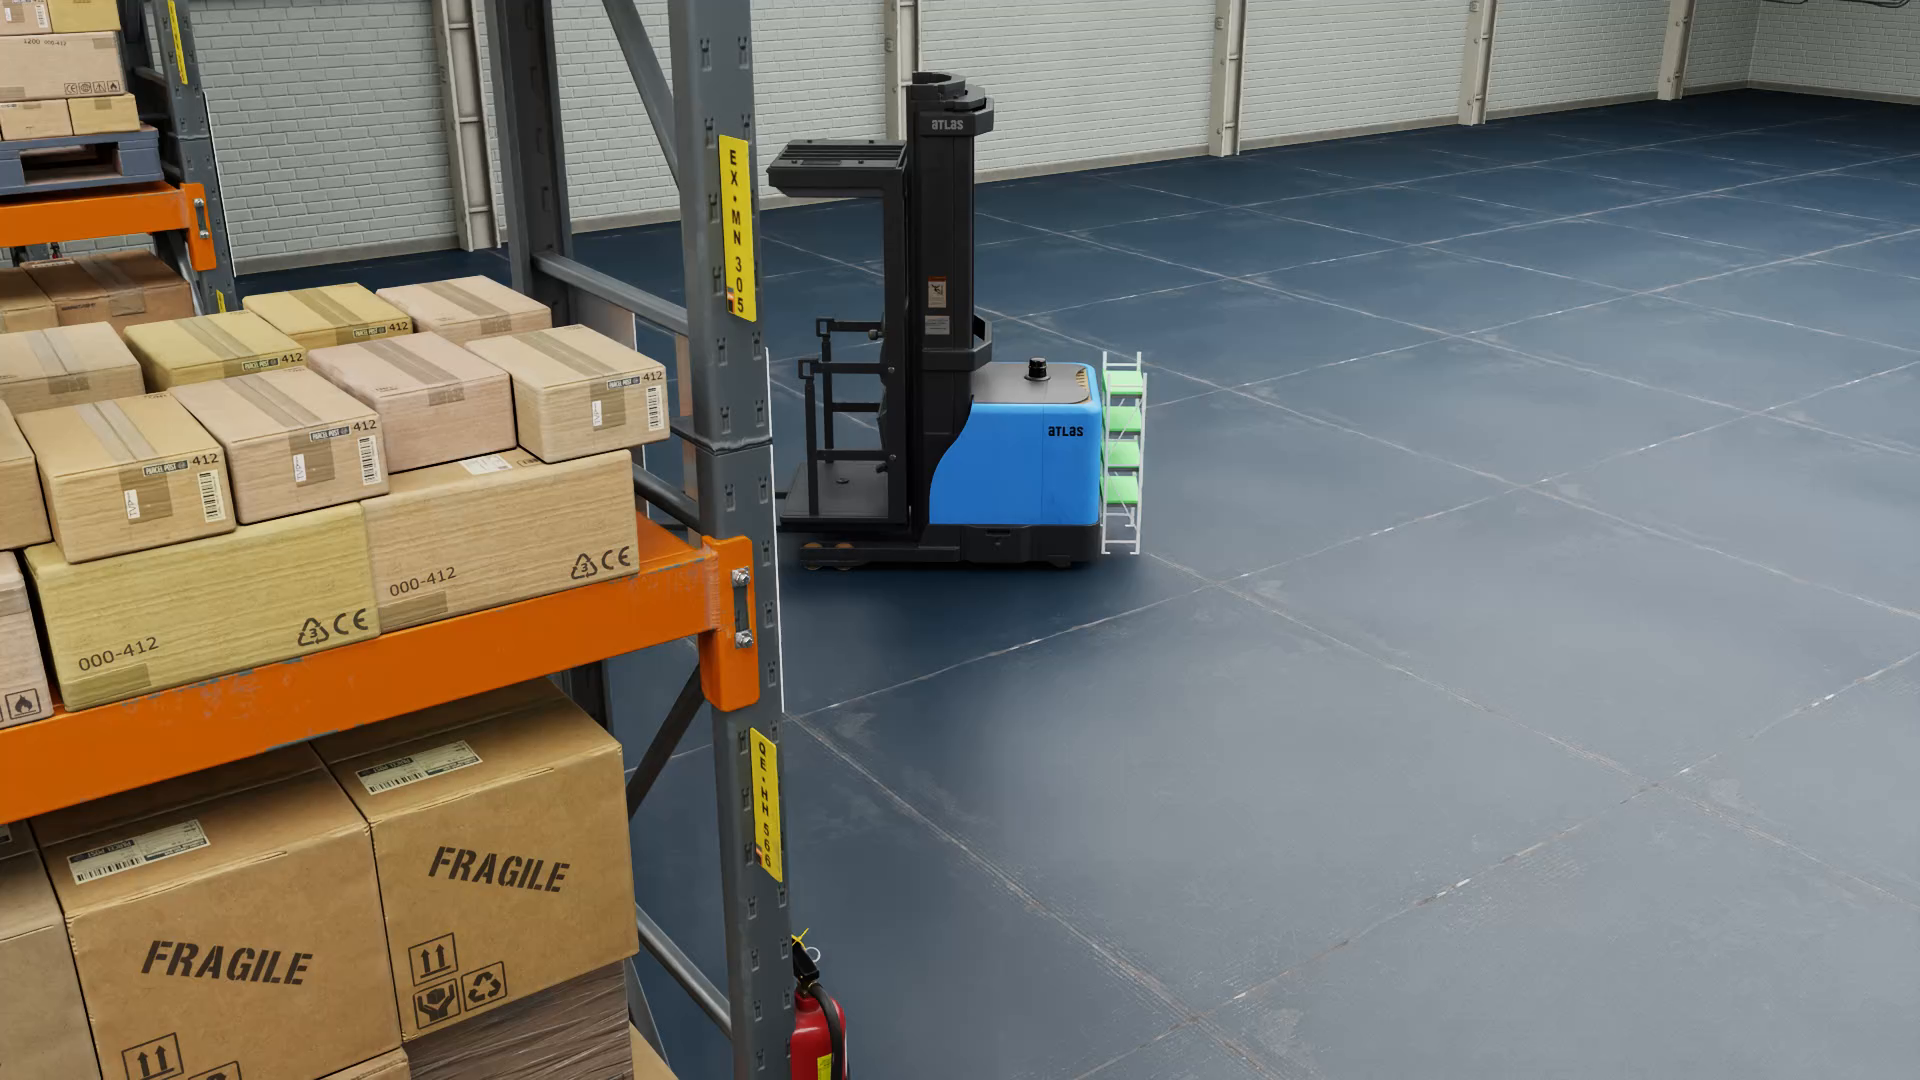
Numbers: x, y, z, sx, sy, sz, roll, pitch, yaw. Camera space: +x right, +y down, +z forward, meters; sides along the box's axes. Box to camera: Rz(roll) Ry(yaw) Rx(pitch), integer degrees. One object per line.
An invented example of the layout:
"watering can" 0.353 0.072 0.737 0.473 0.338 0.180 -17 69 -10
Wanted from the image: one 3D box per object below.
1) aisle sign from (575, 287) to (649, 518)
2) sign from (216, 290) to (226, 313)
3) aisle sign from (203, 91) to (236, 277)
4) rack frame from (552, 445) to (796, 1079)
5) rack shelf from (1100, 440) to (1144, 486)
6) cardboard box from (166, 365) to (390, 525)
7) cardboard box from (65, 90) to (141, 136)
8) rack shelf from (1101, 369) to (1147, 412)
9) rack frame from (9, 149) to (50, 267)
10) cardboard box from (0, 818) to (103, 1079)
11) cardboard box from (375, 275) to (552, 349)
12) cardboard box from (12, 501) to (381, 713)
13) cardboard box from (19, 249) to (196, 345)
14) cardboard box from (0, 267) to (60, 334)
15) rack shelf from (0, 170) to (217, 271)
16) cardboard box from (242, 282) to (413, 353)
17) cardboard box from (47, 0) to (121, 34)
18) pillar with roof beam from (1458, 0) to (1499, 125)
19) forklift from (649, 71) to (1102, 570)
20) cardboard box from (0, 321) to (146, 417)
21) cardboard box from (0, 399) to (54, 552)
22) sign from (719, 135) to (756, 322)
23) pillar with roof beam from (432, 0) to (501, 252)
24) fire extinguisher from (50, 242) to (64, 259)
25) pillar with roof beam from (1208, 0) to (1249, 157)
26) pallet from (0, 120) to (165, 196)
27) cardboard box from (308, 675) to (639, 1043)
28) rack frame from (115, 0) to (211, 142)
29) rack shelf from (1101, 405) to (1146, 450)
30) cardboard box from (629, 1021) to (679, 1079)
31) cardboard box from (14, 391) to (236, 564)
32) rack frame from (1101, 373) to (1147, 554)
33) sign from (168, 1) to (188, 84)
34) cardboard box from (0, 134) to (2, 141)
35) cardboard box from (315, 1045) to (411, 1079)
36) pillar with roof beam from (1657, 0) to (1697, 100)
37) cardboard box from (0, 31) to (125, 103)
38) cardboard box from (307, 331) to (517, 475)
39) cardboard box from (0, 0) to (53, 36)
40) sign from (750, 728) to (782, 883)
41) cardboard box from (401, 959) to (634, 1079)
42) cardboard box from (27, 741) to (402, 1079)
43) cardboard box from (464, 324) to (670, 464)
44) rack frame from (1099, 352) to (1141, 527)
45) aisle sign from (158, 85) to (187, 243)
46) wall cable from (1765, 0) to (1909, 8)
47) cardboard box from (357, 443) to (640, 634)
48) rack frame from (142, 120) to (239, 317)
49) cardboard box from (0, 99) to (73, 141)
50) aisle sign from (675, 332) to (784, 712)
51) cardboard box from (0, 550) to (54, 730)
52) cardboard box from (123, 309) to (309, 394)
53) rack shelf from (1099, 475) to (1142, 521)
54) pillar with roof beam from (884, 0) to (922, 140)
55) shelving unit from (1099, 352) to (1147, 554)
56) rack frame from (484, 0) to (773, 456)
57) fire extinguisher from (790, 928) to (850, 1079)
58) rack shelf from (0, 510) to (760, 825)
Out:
"aisle sign" -0.837 -0.243 3.951 0.004 0.787 0.394 -15 26 -33
"sign" -3.221 -0.928 7.292 0.005 0.325 0.100 -15 26 -33
"aisle sign" -3.294 -1.579 7.298 0.004 0.787 0.394 -15 26 -33
"rack frame" -0.712 1.068 4.173 0.127 3.000 1.000 -15 26 -33
"rack shelf" 1.035 -0.499 10.702 0.258 0.148 0.480 1 22 1
"cardboard box" -1.193 -0.174 2.901 0.250 0.149 0.380 -16 27 -35
"cardboard box" -3.599 -1.790 6.926 0.250 0.149 0.380 -15 26 -33
"rack shelf" 1.035 -0.945 10.524 0.258 0.148 0.480 1 22 1
"rack frame" -6.500 -1.914 11.645 0.127 3.000 1.000 -15 26 -33
"cardboard box" -1.824 0.830 2.885 0.500 0.500 0.500 -15 26 -33
"cardboard box" -1.071 -0.451 3.596 0.250 0.149 0.380 -15 26 -33
"cardboard box" -1.359 0.034 2.919 0.500 0.250 0.500 -15 26 -33
"cardboard box" -3.851 -0.949 7.567 0.550 0.550 0.875 -15 26 -33
"cardboard box" -4.243 -0.802 7.200 0.550 0.550 0.875 -15 26 -33
"rack shelf" -5.150 -1.072 6.460 4.000 0.370 1.077 -15 26 -33
"cardboard box" -1.338 -0.424 3.528 0.250 0.149 0.380 -14 26 -32
"cardboard box" -3.602 -2.160 6.775 0.250 0.149 0.380 -15 26 -32
"pillar with roof beam" 11.503 -10.213 24.347 0.400 9.000 9.100 -15 26 -33
"forklift" -0.629 -1.368 10.369 3.031 2.935 1.130 1 22 1
"cardboard box" -1.734 -0.295 3.204 0.250 0.149 0.380 -14 26 -31
"cardboard box" -1.657 -0.096 2.707 0.250 0.149 0.380 -15 26 -32
"sign" -0.404 -0.565 3.024 0.005 0.325 0.100 -15 26 -33
"pillar with roof beam" -3.109 -6.316 14.584 0.400 9.000 9.100 -15 26 -33
"fire extinguisher" -6.138 -1.764 11.374 0.183 0.674 0.296 -15 26 -33
"pillar with roof beam" 6.632 -8.914 21.093 0.400 9.000 9.100 -15 26 -33
"pallet" -4.123 -1.635 7.018 1.213 0.211 1.003 -15 26 -33
"cardboard box" -1.014 0.612 3.430 0.500 0.500 0.500 -15 26 -33
"rack frame" -3.527 -3.233 6.856 0.127 3.000 1.000 -15 26 -33
"rack shelf" 1.035 -0.722 10.613 0.258 0.148 0.480 1 22 1
"cardboard box" -0.823 1.308 3.909 0.250 0.149 0.380 -15 26 -33
"cardboard box" -1.383 -0.112 2.747 0.250 0.149 0.380 -15 26 -33
"rack frame" 1.028 -0.468 10.451 0.240 1.200 0.015 1 22 1
"sign" -3.221 -2.048 6.845 0.005 0.325 0.100 -15 26 -33
"cardboard box" -4.012 -1.680 6.650 0.250 0.149 0.380 -14 26 -32
"cardboard box" -1.511 1.138 3.460 0.500 0.500 0.875 -15 26 -33
"pillar with roof beam" 16.373 -11.511 27.602 0.400 9.000 9.100 -15 26 -33
"cardboard box" -3.761 -1.959 6.812 0.500 0.250 0.500 -15 26 -32
"cardboard box" -1.035 -0.266 3.132 0.250 0.149 0.380 -16 27 -35
"cardboard box" -3.806 -2.106 6.641 0.250 0.149 0.380 -15 26 -33
"sign" -0.404 0.555 3.471 0.005 0.325 0.100 -15 26 -33
"cardboard box" -1.175 0.994 3.822 0.500 0.500 0.875 -15 26 -33
"cardboard box" -1.417 0.722 3.154 0.500 0.500 0.500 -15 26 -33
"cardboard box" -0.755 -0.287 3.185 0.250 0.149 0.380 -15 26 -33
"rack frame" 1.041 -0.649 10.904 0.240 1.200 0.015 1 22 1
"aisle sign" -3.645 -1.759 7.750 0.004 0.787 0.394 -15 26 -33
"wall cable" 17.022 -11.604 32.024 0.112 2.526 3.097 -15 26 -33
"cardboard box" -0.955 -0.075 3.192 0.500 0.250 0.500 -14 26 -32
"rack frame" -3.527 -0.446 7.967 0.127 3.000 1.000 -15 26 -33
"cardboard box" -3.804 -1.736 6.790 0.250 0.149 0.380 -15 26 -32
"aisle sign" -0.487 -0.063 3.499 0.004 0.787 0.394 -15 26 -33
"cardboard box" -1.780 0.142 2.647 0.500 0.250 0.500 -14 26 -32
"cardboard box" -1.471 -0.332 3.298 0.250 0.149 0.380 -15 26 -34
"rack shelf" 1.035 -0.277 10.790 0.258 0.148 0.480 1 22 1
"pillar with roof beam" 1.762 -7.615 17.838 0.400 9.000 9.100 -15 26 -33
"shelving unit" 1.035 -0.559 10.678 0.258 1.200 0.503 1 22 1
"rack frame" -0.712 -1.719 3.061 0.127 3.000 1.000 -15 26 -33
"fire extinguisher" -0.350 1.218 3.902 0.183 0.674 0.296 -15 26 -33
"rack shelf" -2.336 0.442 2.666 4.000 0.370 1.077 -15 26 -33
